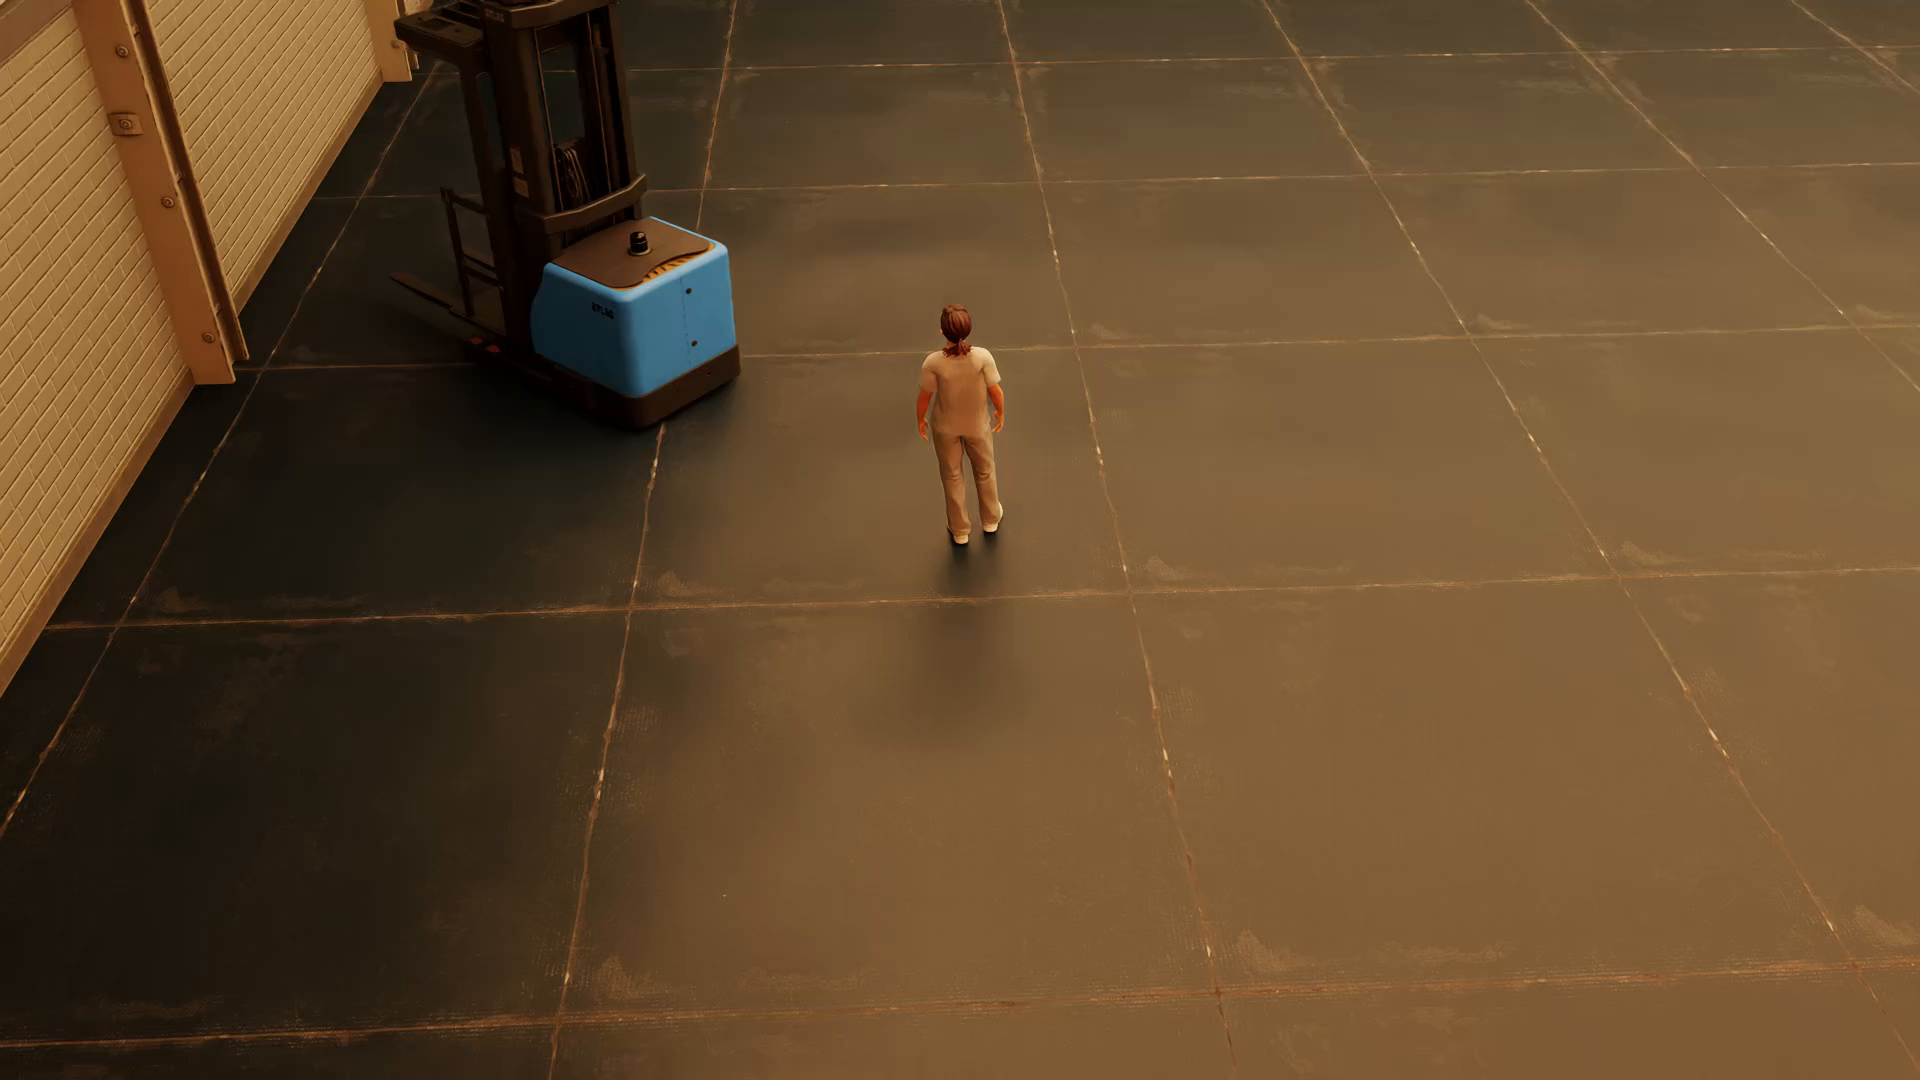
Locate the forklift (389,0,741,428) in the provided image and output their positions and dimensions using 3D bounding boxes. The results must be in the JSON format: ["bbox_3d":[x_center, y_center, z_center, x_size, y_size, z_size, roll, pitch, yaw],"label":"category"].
[{"bbox_3d":[-3.057,-2.669,11.675,3.031,2.935,1.130,25,43,30],"label":"forklift"}]

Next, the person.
[{"bbox_3d":[0.010,-0.727,10.063,0.550,1.673,0.548,-2,36,-2],"label":"person"}]
